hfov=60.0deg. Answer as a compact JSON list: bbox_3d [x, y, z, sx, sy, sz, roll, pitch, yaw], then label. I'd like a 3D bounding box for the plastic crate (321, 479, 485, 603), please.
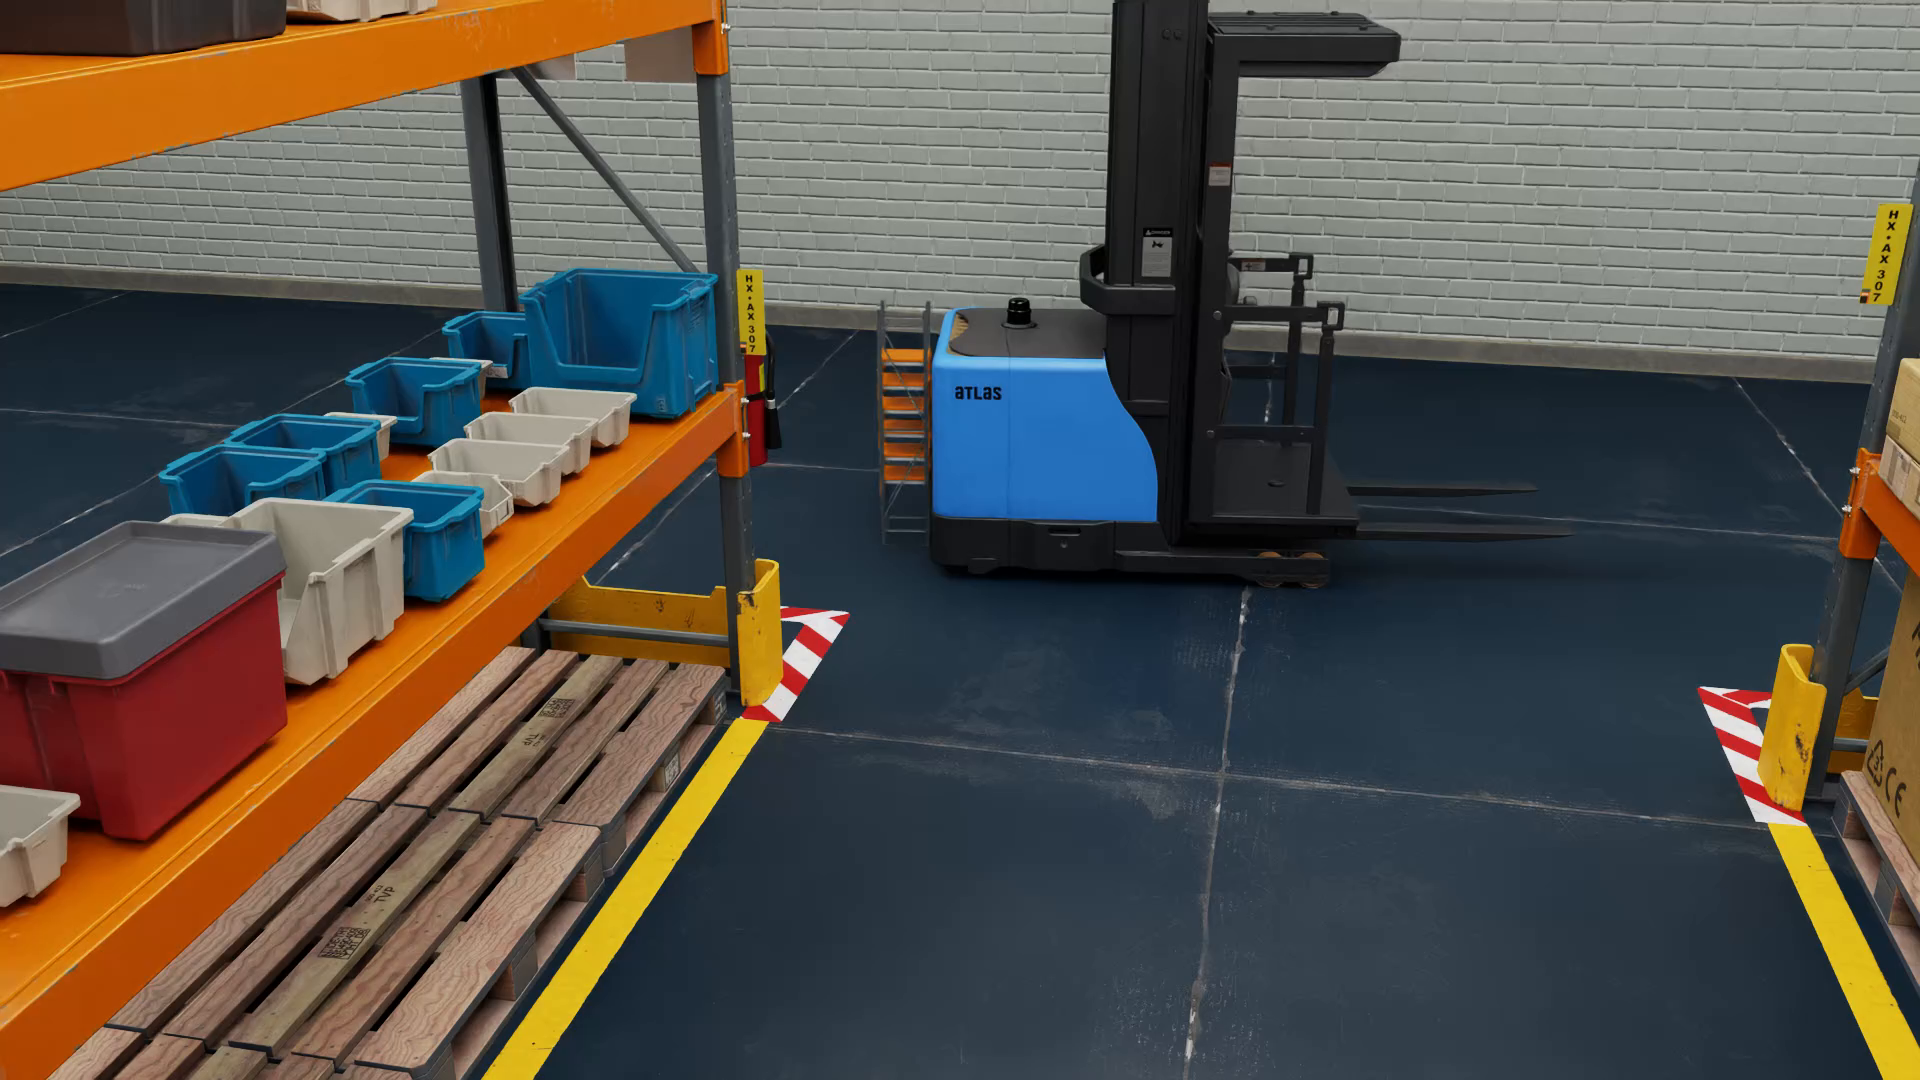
[{"bbox_3d":[-1.492,0.006,4.466,0.416,0.233,0.300,4,22,11],"label":"plastic crate"}]

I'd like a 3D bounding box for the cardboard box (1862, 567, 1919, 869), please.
[{"bbox_3d":[3.472,0.594,5.144,0.875,0.875,0.875,4,22,11],"label":"cardboard box"}]

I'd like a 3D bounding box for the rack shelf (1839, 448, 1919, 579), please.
[{"bbox_3d":[3.116,0.629,3.740,1.077,0.370,4.000,4,22,11],"label":"rack shelf"}]

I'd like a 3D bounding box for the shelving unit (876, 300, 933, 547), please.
[{"bbox_3d":[-0.266,-0.561,8.139,0.258,1.200,0.189,1,22,3],"label":"shelving unit"}]

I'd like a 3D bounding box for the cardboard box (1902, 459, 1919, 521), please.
[{"bbox_3d":[3.078,-0.121,4.976,0.380,0.149,0.250,4,22,10],"label":"cardboard box"}]

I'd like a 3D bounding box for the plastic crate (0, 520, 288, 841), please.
[{"bbox_3d":[-1.713,0.284,3.468,0.402,0.464,0.583,4,22,11],"label":"plastic crate"}]

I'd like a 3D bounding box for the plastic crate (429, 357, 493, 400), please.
[{"bbox_3d":[-1.844,-0.543,5.960,0.250,0.136,0.298,4,22,11],"label":"plastic crate"}]

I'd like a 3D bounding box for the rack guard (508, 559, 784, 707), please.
[{"bbox_3d":[-1.332,0.336,6.851,1.175,0.500,0.348,4,22,11],"label":"rack guard"}]

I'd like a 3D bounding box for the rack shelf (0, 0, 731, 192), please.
[{"bbox_3d":[-1.733,-1.140,4.118,1.077,0.370,4.000,4,22,11],"label":"rack shelf"}]

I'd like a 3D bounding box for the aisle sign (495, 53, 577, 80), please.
[{"bbox_3d":[-1.601,-2.069,5.996,0.394,0.787,0.004,4,22,11],"label":"aisle sign"}]

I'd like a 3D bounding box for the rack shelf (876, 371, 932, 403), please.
[{"bbox_3d":[-0.267,-0.742,8.066,0.258,0.103,0.180,1,22,3],"label":"rack shelf"}]

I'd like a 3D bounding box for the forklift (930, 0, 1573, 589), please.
[{"bbox_3d":[1.396,-1.337,7.749,3.031,2.935,1.130,1,22,3],"label":"forklift"}]

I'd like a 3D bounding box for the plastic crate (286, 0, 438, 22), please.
[{"bbox_3d":[-1.503,-1.309,3.925,0.437,0.136,0.530,4,22,11],"label":"plastic crate"}]

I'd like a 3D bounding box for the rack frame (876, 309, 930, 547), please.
[{"bbox_3d":[-0.272,-0.527,8.055,0.240,1.200,0.006,1,22,3],"label":"rack frame"}]

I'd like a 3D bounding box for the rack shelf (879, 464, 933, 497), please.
[{"bbox_3d":[-0.266,-0.297,8.246,0.258,0.103,0.180,1,22,3],"label":"rack shelf"}]

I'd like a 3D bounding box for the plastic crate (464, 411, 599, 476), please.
[{"bbox_3d":[-1.387,-0.303,5.363,0.396,0.136,0.243,4,22,11],"label":"plastic crate"}]

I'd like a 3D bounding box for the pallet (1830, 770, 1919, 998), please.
[{"bbox_3d":[3.438,1.155,5.202,1.003,0.211,1.213,4,22,11],"label":"pallet"}]

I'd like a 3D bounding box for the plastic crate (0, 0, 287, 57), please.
[{"bbox_3d":[-1.619,-1.115,3.268,0.497,0.269,0.590,4,22,11],"label":"plastic crate"}]

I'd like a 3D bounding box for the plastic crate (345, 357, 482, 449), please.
[{"bbox_3d":[-1.831,-0.458,5.620,0.416,0.233,0.300,4,22,11],"label":"plastic crate"}]

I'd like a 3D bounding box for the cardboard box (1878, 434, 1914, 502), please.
[{"bbox_3d":[3.129,-0.215,5.209,0.380,0.149,0.250,5,22,12],"label":"cardboard box"}]

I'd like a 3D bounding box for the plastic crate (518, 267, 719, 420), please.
[{"bbox_3d":[-1.210,-0.722,6.002,0.616,0.435,0.499,4,22,11],"label":"plastic crate"}]

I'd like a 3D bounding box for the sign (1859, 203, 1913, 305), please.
[{"bbox_3d":[2.982,-0.919,5.356,0.100,0.325,0.005,4,22,11],"label":"sign"}]

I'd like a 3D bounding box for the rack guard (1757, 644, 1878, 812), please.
[{"bbox_3d":[3.529,0.714,5.911,1.175,0.500,0.348,4,22,11],"label":"rack guard"}]

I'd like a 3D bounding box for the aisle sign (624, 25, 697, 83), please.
[{"bbox_3d":[-1.023,-2.024,5.884,0.394,0.787,0.004,4,22,11],"label":"aisle sign"}]

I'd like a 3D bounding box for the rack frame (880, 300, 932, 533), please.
[{"bbox_3d":[-0.261,-0.595,8.224,0.240,1.200,0.006,1,22,3],"label":"rack frame"}]

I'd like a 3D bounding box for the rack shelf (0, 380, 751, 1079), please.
[{"bbox_3d":[-1.733,0.251,4.678,1.077,0.370,4.000,4,22,11],"label":"rack shelf"}]

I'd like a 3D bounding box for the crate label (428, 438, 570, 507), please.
[{"bbox_3d":[-1.420,-0.199,5.105,0.396,0.136,0.243,4,22,11],"label":"crate label"}]

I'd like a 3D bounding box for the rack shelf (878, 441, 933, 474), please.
[{"bbox_3d":[-0.266,-0.408,8.201,0.258,0.103,0.180,1,22,3],"label":"rack shelf"}]

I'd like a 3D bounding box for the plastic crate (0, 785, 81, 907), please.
[{"bbox_3d":[-1.906,0.584,3.161,0.396,0.136,0.243,4,22,11],"label":"plastic crate"}]

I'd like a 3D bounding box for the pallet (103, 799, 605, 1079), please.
[{"bbox_3d":[-1.782,1.223,5.035,1.003,0.211,1.213,4,22,11],"label":"pallet"}]

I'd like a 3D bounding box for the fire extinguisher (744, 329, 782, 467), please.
[{"bbox_3d":[-0.849,-0.626,6.495,0.296,0.674,0.183,4,22,11],"label":"fire extinguisher"}]

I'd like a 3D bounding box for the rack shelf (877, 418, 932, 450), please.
[{"bbox_3d":[-0.266,-0.520,8.156,0.258,0.103,0.180,1,22,3],"label":"rack shelf"}]

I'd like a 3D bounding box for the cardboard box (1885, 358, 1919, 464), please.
[{"bbox_3d":[3.162,-0.350,5.010,0.500,0.250,0.500,4,22,9],"label":"cardboard box"}]

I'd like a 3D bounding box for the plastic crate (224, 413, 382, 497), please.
[{"bbox_3d":[-1.966,-0.218,5.022,0.416,0.233,0.300,4,22,11],"label":"plastic crate"}]

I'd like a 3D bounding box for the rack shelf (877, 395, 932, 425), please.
[{"bbox_3d":[-0.267,-0.631,8.111,0.258,0.103,0.180,1,22,3],"label":"rack shelf"}]

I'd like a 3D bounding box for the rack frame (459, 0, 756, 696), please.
[{"bbox_3d":[-1.324,-0.814,6.360,1.000,3.000,0.127,4,22,11],"label":"rack frame"}]

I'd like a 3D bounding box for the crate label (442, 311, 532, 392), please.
[{"bbox_3d":[-1.697,-0.699,6.218,0.416,0.233,0.303,4,22,11],"label":"crate label"}]

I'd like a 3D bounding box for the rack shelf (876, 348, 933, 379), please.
[{"bbox_3d":[-0.267,-0.854,8.022,0.258,0.103,0.180,1,22,3],"label":"rack shelf"}]

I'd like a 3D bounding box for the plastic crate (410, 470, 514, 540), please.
[{"bbox_3d":[-1.462,-0.089,4.833,0.298,0.136,0.250,4,22,11],"label":"plastic crate"}]

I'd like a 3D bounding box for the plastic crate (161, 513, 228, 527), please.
[{"bbox_3d":[-2.080,0.084,4.404,0.293,0.136,0.466,4,22,11],"label":"plastic crate"}]

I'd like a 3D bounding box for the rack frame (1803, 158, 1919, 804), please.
[{"bbox_3d":[3.524,-0.437,5.422,1.000,3.000,0.127,4,22,11],"label":"rack frame"}]

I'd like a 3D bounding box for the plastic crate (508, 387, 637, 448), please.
[{"bbox_3d":[-1.314,-0.408,5.623,0.396,0.136,0.243,4,22,11],"label":"plastic crate"}]

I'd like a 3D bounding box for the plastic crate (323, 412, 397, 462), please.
[{"bbox_3d":[-1.982,-0.295,5.344,0.250,0.136,0.298,4,22,11],"label":"plastic crate"}]

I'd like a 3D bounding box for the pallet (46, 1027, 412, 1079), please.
[{"bbox_3d":[-2.029,1.670,3.923,1.003,0.211,1.213,4,22,11],"label":"pallet"}]

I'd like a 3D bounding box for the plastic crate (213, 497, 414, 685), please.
[{"bbox_3d":[-1.649,0.132,4.090,0.437,0.282,0.530,4,22,11],"label":"plastic crate"}]

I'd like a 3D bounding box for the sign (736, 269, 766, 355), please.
[{"bbox_3d":[-0.783,-0.854,6.240,0.100,0.325,0.005,4,22,11],"label":"sign"}]

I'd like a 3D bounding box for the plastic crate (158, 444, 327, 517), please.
[{"bbox_3d":[-2.027,-0.108,4.750,0.416,0.233,0.300,4,22,11],"label":"plastic crate"}]

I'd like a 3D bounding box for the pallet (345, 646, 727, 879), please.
[{"bbox_3d":[-1.531,0.778,6.139,1.003,0.211,1.213,4,22,11],"label":"pallet"}]
